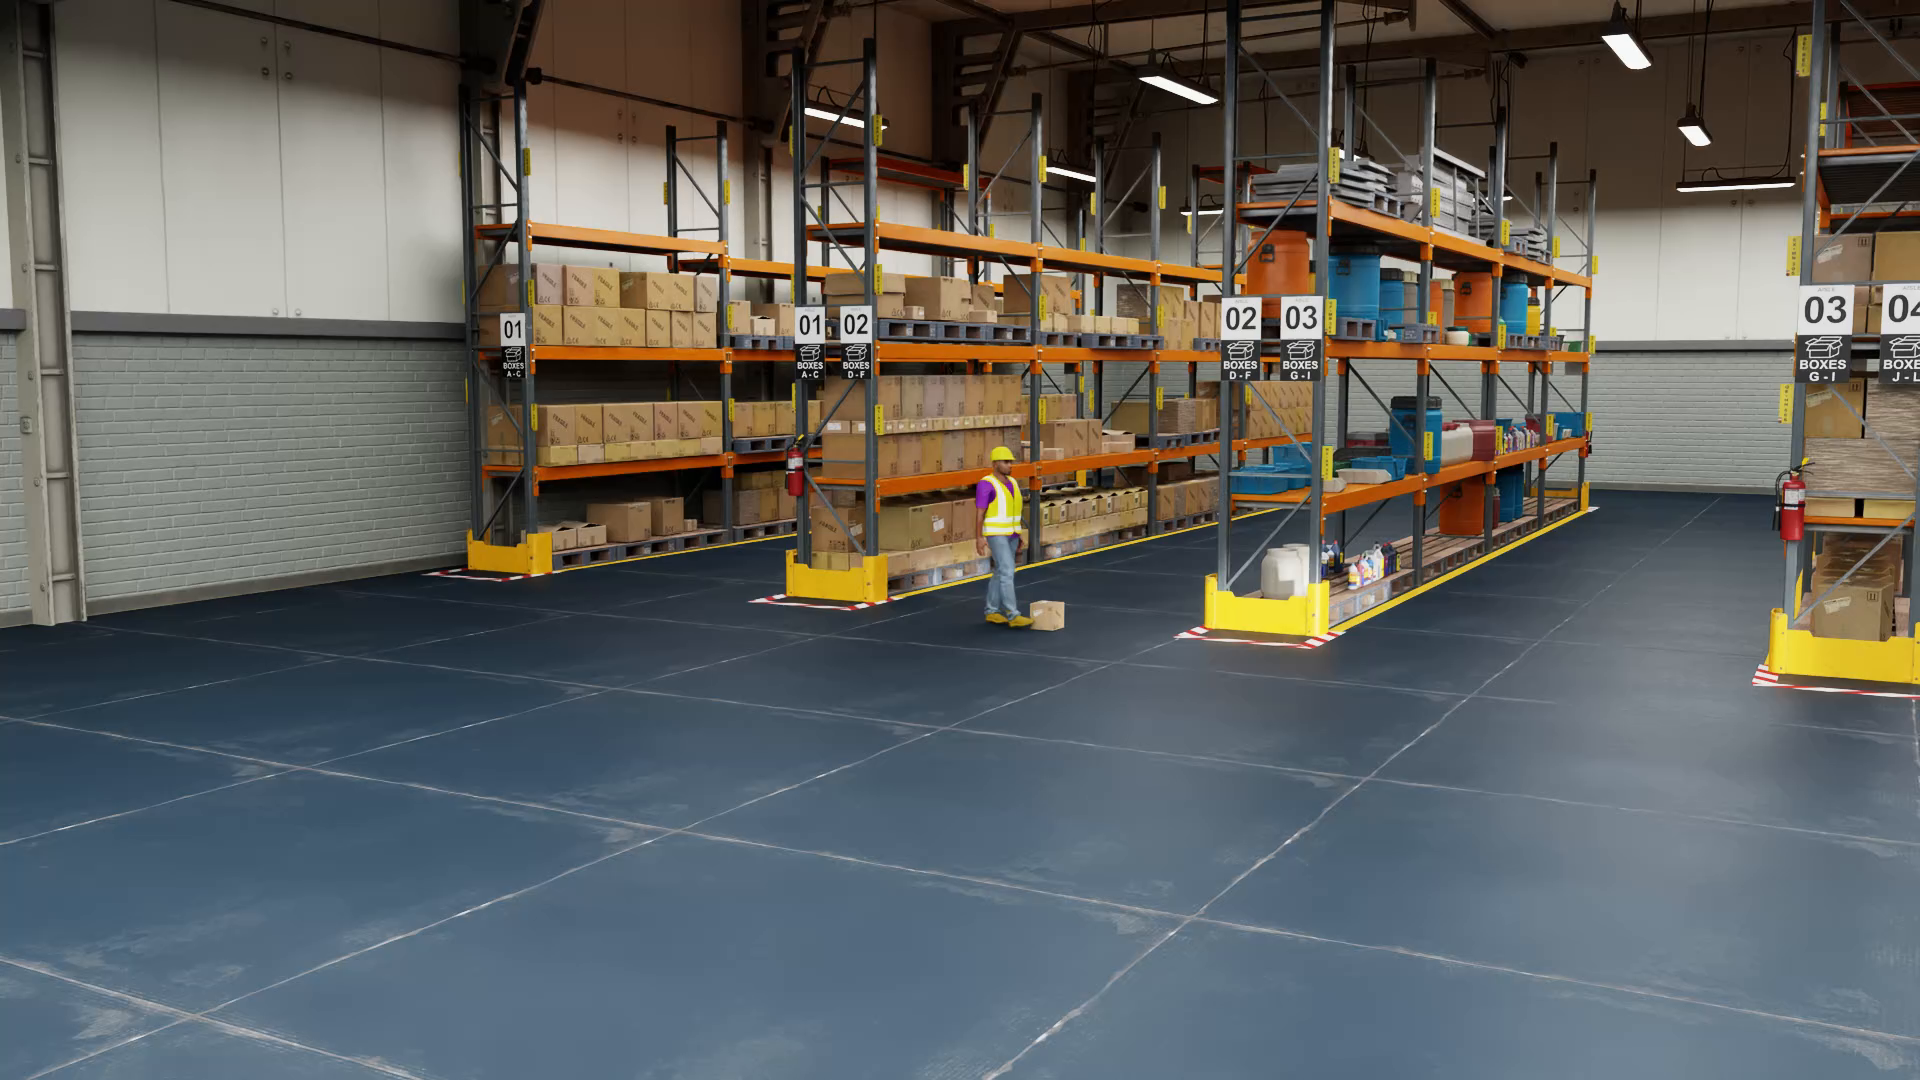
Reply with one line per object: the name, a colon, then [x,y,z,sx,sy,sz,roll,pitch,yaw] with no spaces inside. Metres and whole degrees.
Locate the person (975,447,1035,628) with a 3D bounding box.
person: [0.507,-0.033,16.324,0.729,1.753,0.577,4,7,37]
